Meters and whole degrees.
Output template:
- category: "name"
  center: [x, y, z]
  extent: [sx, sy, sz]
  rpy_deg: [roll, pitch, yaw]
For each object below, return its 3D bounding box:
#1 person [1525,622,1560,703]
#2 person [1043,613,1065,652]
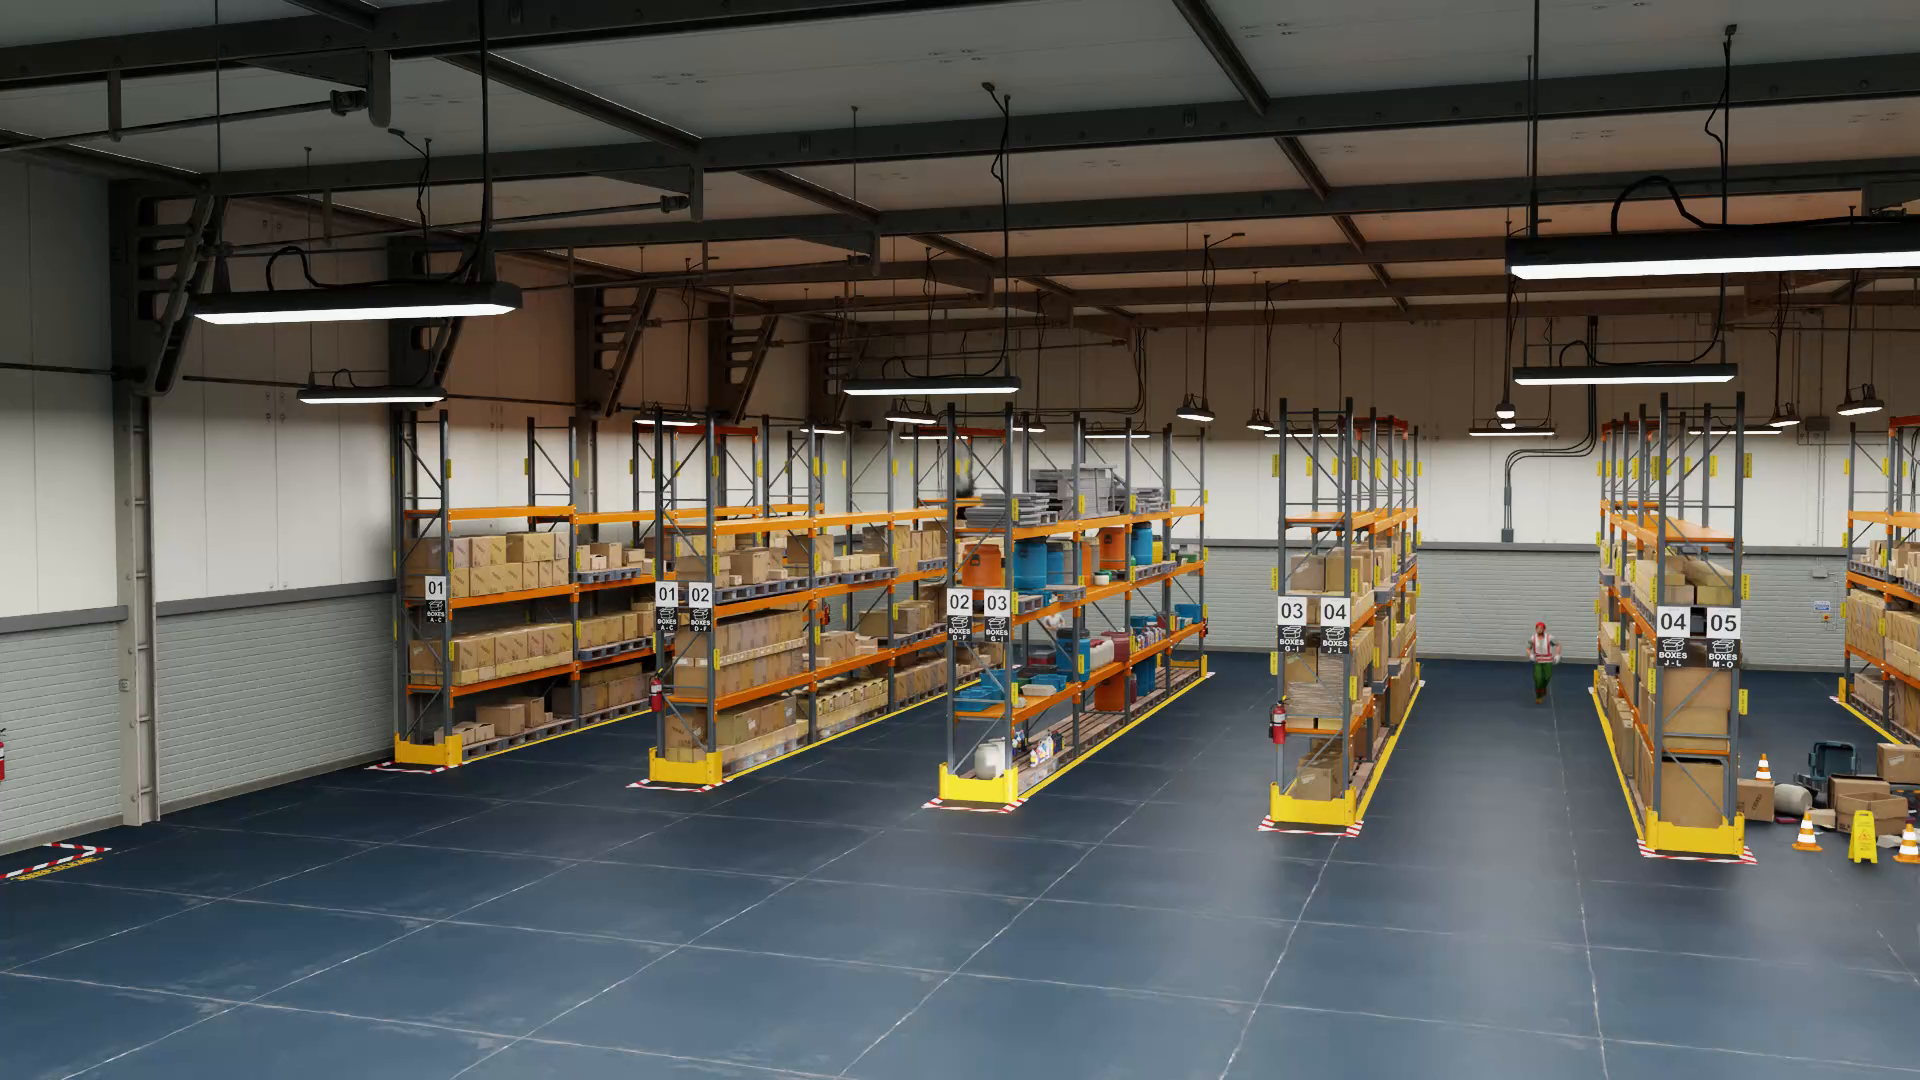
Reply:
- category: "person"
  center: [12.401, 2.619, 35.403]
  extent: [0.697, 1.742, 0.651]
  rpy_deg: [1, 3, 23]
- category: "person"
  center: [2.327, 2.417, 41.134]
  extent: [0.598, 1.650, 0.917]
  rpy_deg: [0, 2, -5]
